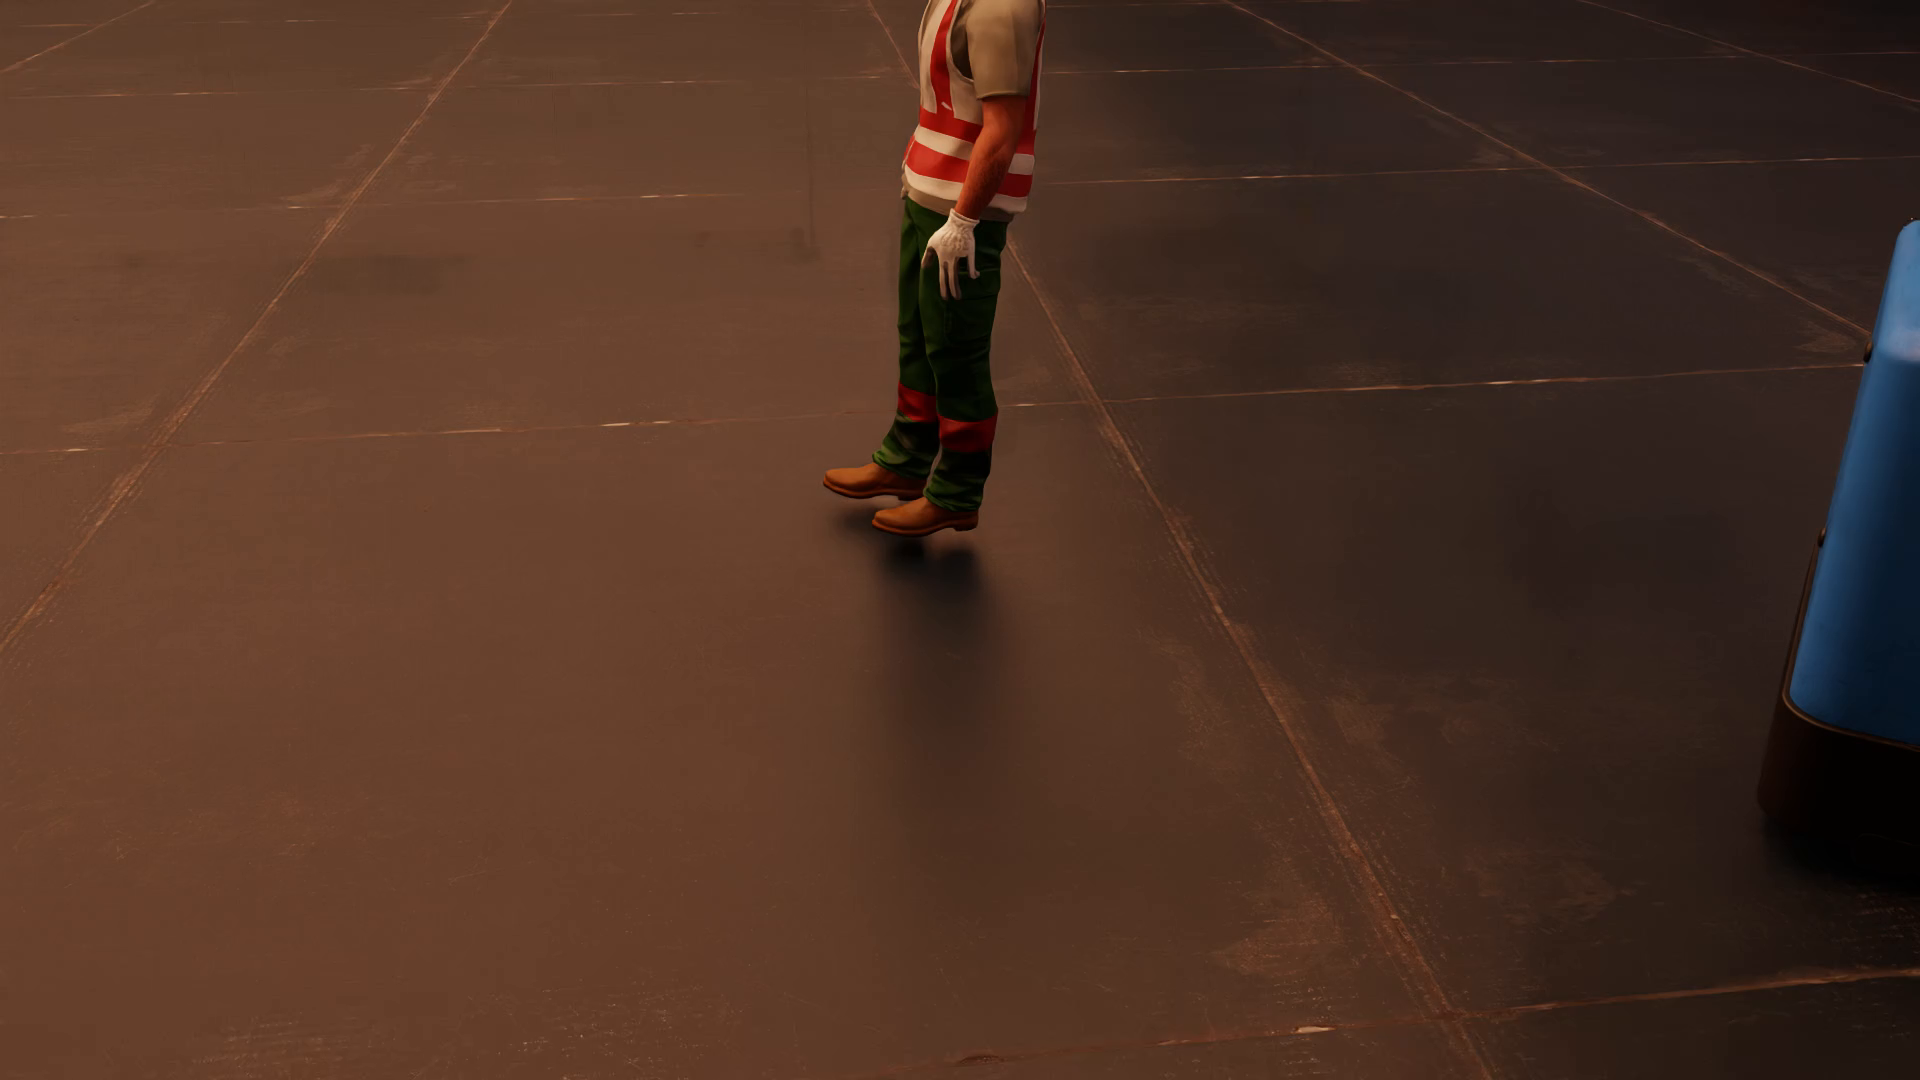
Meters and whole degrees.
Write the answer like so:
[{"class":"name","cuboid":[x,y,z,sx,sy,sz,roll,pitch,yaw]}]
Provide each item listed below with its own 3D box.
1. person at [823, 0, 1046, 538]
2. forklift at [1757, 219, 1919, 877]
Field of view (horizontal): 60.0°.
[{"class":"person","cuboid":[-0.081,-0.849,4.198,0.564,1.786,0.638,-3,26,-7]},{"class":"forklift","cuboid":[3.143,-0.578,2.429,3.031,2.935,1.130,14,29,26]}]
